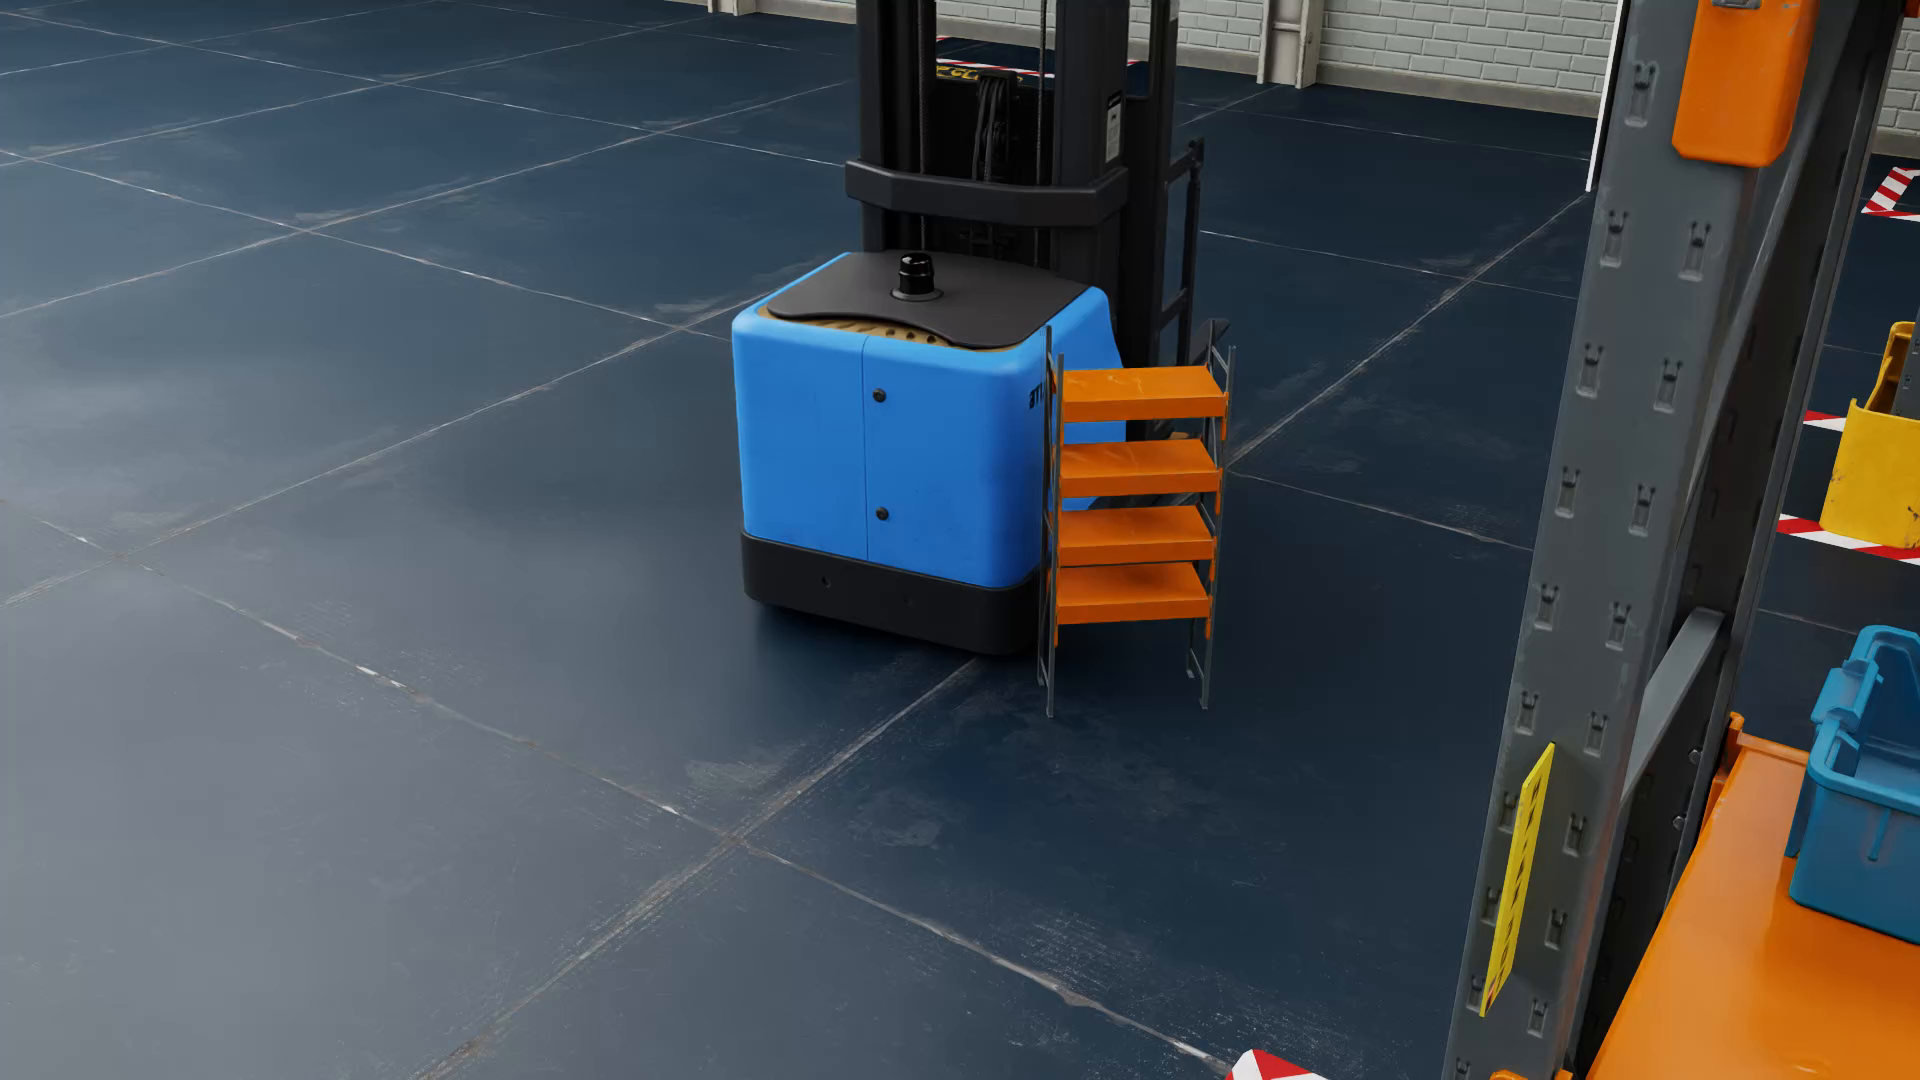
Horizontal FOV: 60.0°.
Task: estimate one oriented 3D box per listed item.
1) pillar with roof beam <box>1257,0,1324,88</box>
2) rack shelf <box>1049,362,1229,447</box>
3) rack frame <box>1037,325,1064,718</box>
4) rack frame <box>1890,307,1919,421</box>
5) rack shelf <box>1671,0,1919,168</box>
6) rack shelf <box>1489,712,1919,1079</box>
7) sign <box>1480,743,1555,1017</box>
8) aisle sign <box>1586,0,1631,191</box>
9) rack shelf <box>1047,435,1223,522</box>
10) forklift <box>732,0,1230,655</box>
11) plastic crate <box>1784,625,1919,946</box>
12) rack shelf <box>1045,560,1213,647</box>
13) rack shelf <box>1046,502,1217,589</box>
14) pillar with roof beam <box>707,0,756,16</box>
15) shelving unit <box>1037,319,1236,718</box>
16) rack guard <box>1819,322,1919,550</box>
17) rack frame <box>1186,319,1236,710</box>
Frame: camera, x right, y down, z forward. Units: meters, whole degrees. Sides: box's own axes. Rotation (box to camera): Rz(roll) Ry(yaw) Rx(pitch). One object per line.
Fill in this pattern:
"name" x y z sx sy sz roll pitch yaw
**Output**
"pillar with roof beam" 0.236 -6.147 8.406 0.400 9.000 9.100 17 32 30
"rack shelf" 0.512 -0.397 4.840 0.480 0.148 0.258 -3 27 -5
"rack frame" 0.269 -0.035 4.996 0.015 1.200 0.240 -3 27 -5
"rack frame" 3.751 -1.545 5.979 0.127 3.000 1.000 17 32 30
"rack shelf" 2.592 -0.197 0.815 4.000 0.370 1.077 17 32 30
"rack shelf" 2.592 1.140 1.496 4.000 0.370 1.077 17 32 30
"sign" 0.628 0.387 1.877 0.005 0.325 0.100 17 32 30
"aisle sign" 0.718 -0.762 1.573 0.004 0.787 0.394 17 32 30
"rack shelf" 0.512 -0.186 4.947 0.480 0.148 0.258 -3 27 -5
"forklift" 0.325 -1.577 6.118 1.130 2.935 3.031 12 29 22
"plastic crate" 1.525 0.389 2.343 0.616 0.251 0.499 17 32 30
"rack shelf" 0.512 0.191 5.139 0.480 0.148 0.258 -3 27 -5
"rack shelf" 0.512 0.014 5.049 0.480 0.148 0.258 -3 27 -5
"pillar with roof beam" -4.710 -7.687 11.434 0.400 9.000 9.100 17 32 30
"shelving unit" 0.512 -0.046 5.018 0.503 1.200 0.258 -3 27 -5
"rack guard" 3.731 -0.437 6.558 0.348 0.500 1.175 17 32 30
"rack frame" 0.755 -0.058 5.040 0.015 1.200 0.240 -3 27 -5
